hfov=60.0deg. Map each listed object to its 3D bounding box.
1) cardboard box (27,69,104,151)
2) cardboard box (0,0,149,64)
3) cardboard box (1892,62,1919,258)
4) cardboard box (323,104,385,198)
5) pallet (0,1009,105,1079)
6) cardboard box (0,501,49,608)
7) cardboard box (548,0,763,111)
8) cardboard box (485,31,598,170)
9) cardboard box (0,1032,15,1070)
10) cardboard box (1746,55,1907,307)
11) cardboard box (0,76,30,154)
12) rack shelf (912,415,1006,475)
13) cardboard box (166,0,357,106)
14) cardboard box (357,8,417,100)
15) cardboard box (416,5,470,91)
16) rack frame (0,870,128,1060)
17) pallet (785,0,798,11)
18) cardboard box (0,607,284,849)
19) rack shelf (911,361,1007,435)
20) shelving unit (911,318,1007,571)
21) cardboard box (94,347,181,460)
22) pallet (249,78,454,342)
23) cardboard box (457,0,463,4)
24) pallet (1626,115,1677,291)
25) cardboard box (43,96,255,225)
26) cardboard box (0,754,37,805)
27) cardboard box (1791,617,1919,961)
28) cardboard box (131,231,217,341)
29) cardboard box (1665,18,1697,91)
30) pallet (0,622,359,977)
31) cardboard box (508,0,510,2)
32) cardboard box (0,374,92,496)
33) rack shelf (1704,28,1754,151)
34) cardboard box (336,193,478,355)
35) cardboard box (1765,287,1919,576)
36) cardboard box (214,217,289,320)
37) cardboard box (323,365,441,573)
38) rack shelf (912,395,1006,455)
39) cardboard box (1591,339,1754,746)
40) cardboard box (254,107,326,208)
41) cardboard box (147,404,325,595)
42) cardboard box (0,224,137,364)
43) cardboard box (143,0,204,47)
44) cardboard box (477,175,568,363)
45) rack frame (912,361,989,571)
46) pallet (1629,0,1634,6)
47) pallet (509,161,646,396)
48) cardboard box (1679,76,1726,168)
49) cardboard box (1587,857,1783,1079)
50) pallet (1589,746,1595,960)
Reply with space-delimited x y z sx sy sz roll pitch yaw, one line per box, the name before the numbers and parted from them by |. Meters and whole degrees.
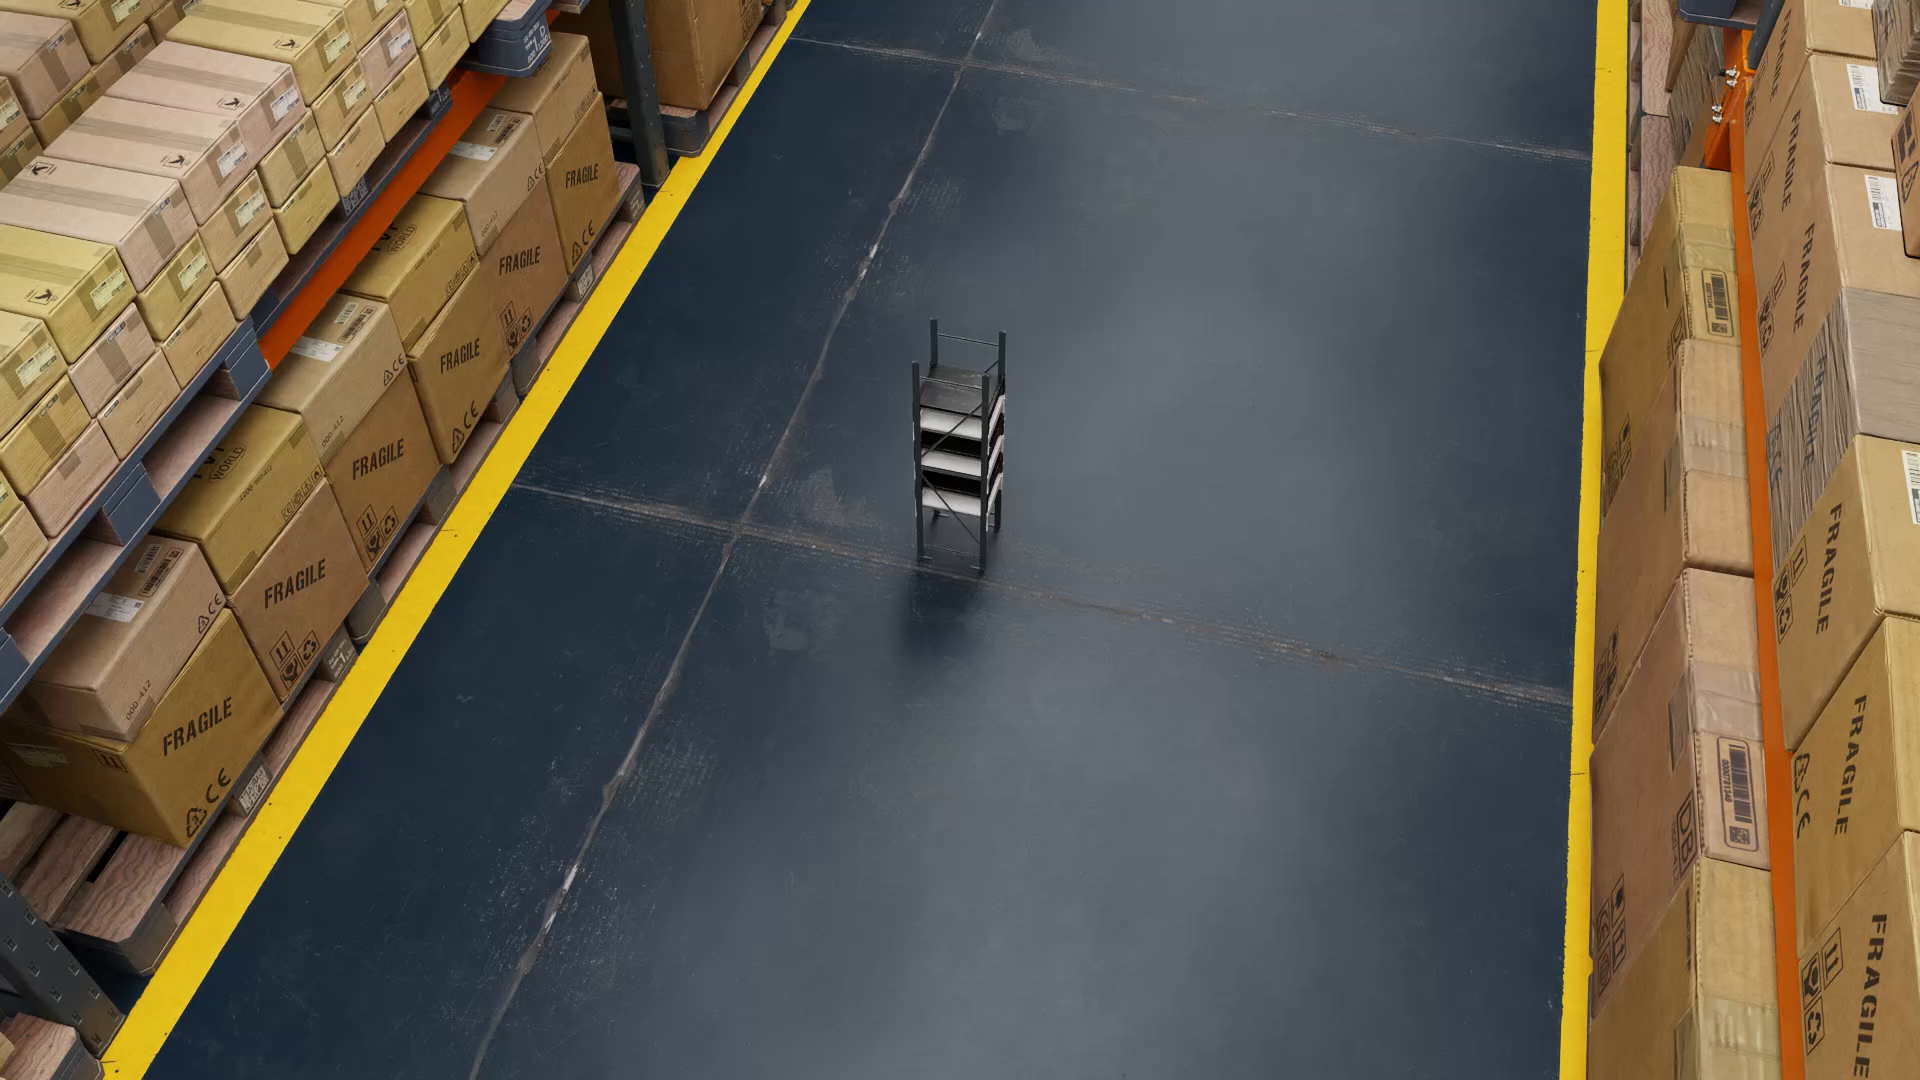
cardboard box | -2.536 -1.163 4.465 0.380 0.149 0.250 12 50 10
cardboard box | -2.463 -1.447 4.517 0.380 0.149 0.250 11 49 10
cardboard box | 2.635 -0.938 3.841 0.797 0.503 0.637 13 50 11
cardboard box | -1.839 -1.105 4.612 0.380 0.149 0.250 10 49 8
pallet | -2.937 1.688 4.120 1.003 0.211 1.213 12 50 10
cardboard box | -2.247 0.022 3.617 0.380 0.149 0.250 9 49 8
cardboard box | -1.494 -2.438 7.122 1.050 0.750 0.750 11 49 10
cardboard box | -1.668 -1.635 6.079 0.500 0.250 0.500 11 49 9
cardboard box | -2.570 1.269 4.053 0.380 0.149 0.250 12 50 11
cardboard box | 2.493 -0.931 4.504 0.500 0.500 0.500 10 49 9
cardboard box | -2.600 -1.057 4.173 0.380 0.149 0.250 10 49 9
rack shelf | -0.002 -0.329 5.365 0.258 0.077 0.200 12 50 10
cardboard box | -1.840 -1.306 4.393 0.380 0.149 0.250 13 50 11
cardboard box | -1.769 -1.395 4.669 0.380 0.149 0.250 13 50 11
cardboard box | -1.700 -1.489 4.951 0.380 0.149 0.250 10 49 8
rack frame | -2.794 0.272 3.509 1.000 3.000 0.127 12 50 10
pallet | -1.138 -3.133 8.375 1.003 0.211 1.213 12 50 10
cardboard box | -2.344 0.478 4.714 0.500 0.500 0.500 13 50 11
rack shelf | -0.002 -0.449 5.230 0.258 0.077 0.200 12 50 10
shelving unit | -0.002 -0.292 5.407 0.258 0.900 0.210 12 50 10
cardboard box | -2.110 -0.360 3.954 0.380 0.149 0.250 12 50 10
pallet | -2.223 -1.118 4.864 1.003 0.211 1.213 12 50 10
cardboard box | -1.634 -1.763 4.994 0.380 0.149 0.250 12 50 10
pallet | 3.224 -1.211 6.678 1.003 0.211 1.213 12 50 10
cardboard box | -1.974 -0.928 4.059 0.380 0.149 0.250 11 50 10
cardboard box | -2.842 0.375 4.805 0.500 0.500 0.500 11 49 9
cardboard box | 1.961 0.542 3.204 0.500 0.500 0.500 13 50 11
cardboard box | -2.045 -0.639 4.002 0.380 0.149 0.250 10 49 8
cardboard box | 3.451 -2.191 7.057 0.700 0.500 0.500 15 50 13
pallet | -2.591 0.631 5.052 1.003 0.211 1.213 12 50 10
cardboard box | -1.562 -1.864 5.282 0.380 0.149 0.250 12 50 11
cardboard box | -2.180 -0.264 3.672 0.380 0.149 0.250 11 49 9
rack shelf | 3.544 -2.778 6.681 1.077 0.370 4.000 12 50 10
cardboard box | -1.940 -0.903 5.433 0.500 0.250 0.500 13 50 11
cardboard box | 2.228 -0.198 3.858 0.500 0.500 0.500 12 50 10
cardboard box | -1.976 -0.725 4.277 0.380 0.149 0.250 10 49 8
cardboard box | -2.081 -0.286 5.389 0.500 0.500 0.500 12 50 11
rack shelf | -0.002 -0.389 5.297 0.258 0.077 0.200 12 50 10
cardboard box | 2.573 0.133 4.769 1.225 0.875 0.875 12 50 10
cardboard box | -1.906 -1.026 4.344 0.380 0.149 0.250 11 49 9
cardboard box | -2.207 -0.156 4.774 0.500 0.250 0.500 13 50 11
cardboard box | -2.109 -0.562 3.736 0.380 0.149 0.250 12 50 10
cardboard box | -2.400 -1.534 4.792 0.380 0.149 0.250 11 50 10
cardboard box | -1.803 -1.031 6.046 0.500 0.500 0.500 13 50 12
rack frame | -0.029 -0.218 5.343 0.240 0.900 0.006 12 50 10
pallet | 3.867 -2.976 8.236 1.003 0.211 1.213 12 50 10
pallet | -1.948 -1.133 6.610 1.003 0.211 1.213 12 50 10
cardboard box | 3.174 -1.376 6.338 0.700 0.500 0.500 9 49 8
cardboard box | 2.114 1.421 3.632 1.225 0.875 0.875 12 50 10
pallet | 2.414 0.789 4.913 1.003 0.211 1.213 12 50 10
